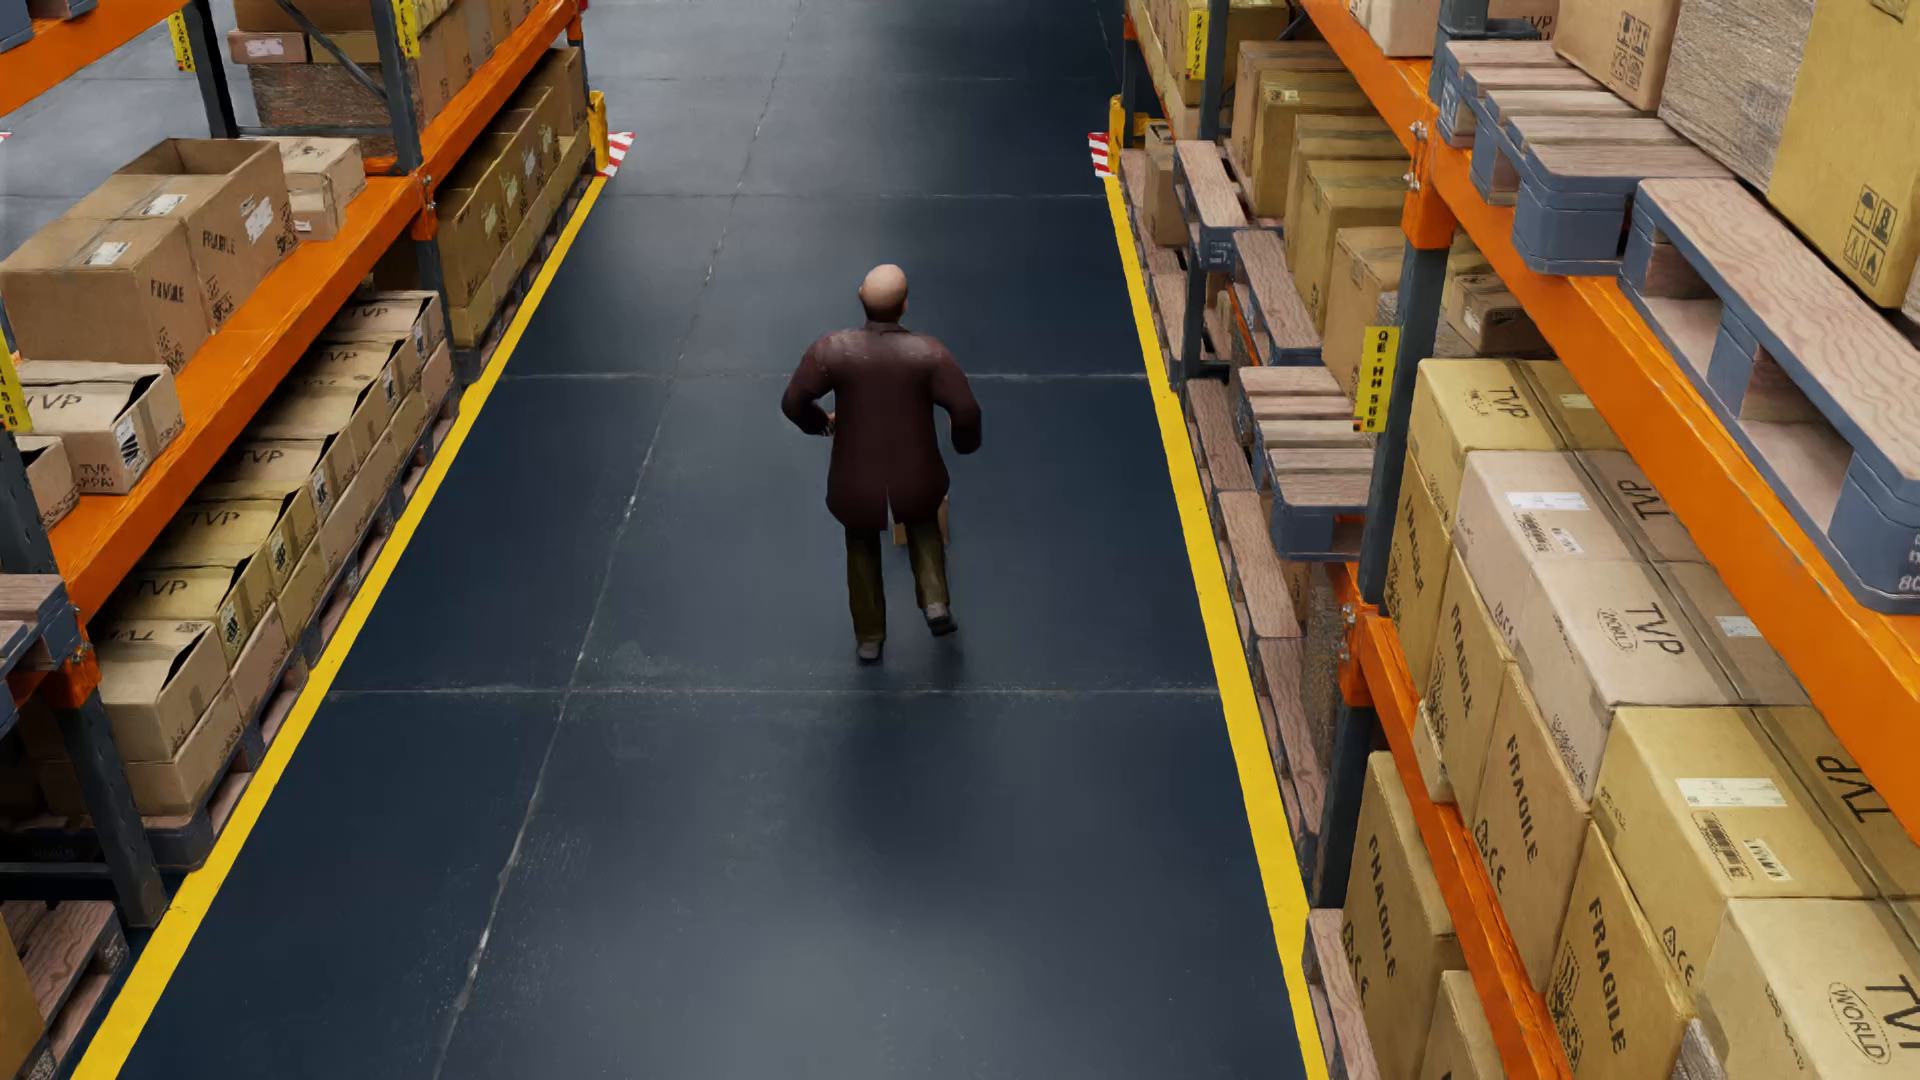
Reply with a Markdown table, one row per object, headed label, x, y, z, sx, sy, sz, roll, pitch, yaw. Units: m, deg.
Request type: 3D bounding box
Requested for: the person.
| label | x | y | z | sx | sy | sz | roll | pitch | yaw |
| --- | --- | --- | --- | --- | --- | --- | --- | --- | --- |
| person | -0.306 | -0.311 | 6.692 | 0.787 | 1.747 | 0.520 | -2 | 31 | -3 |
